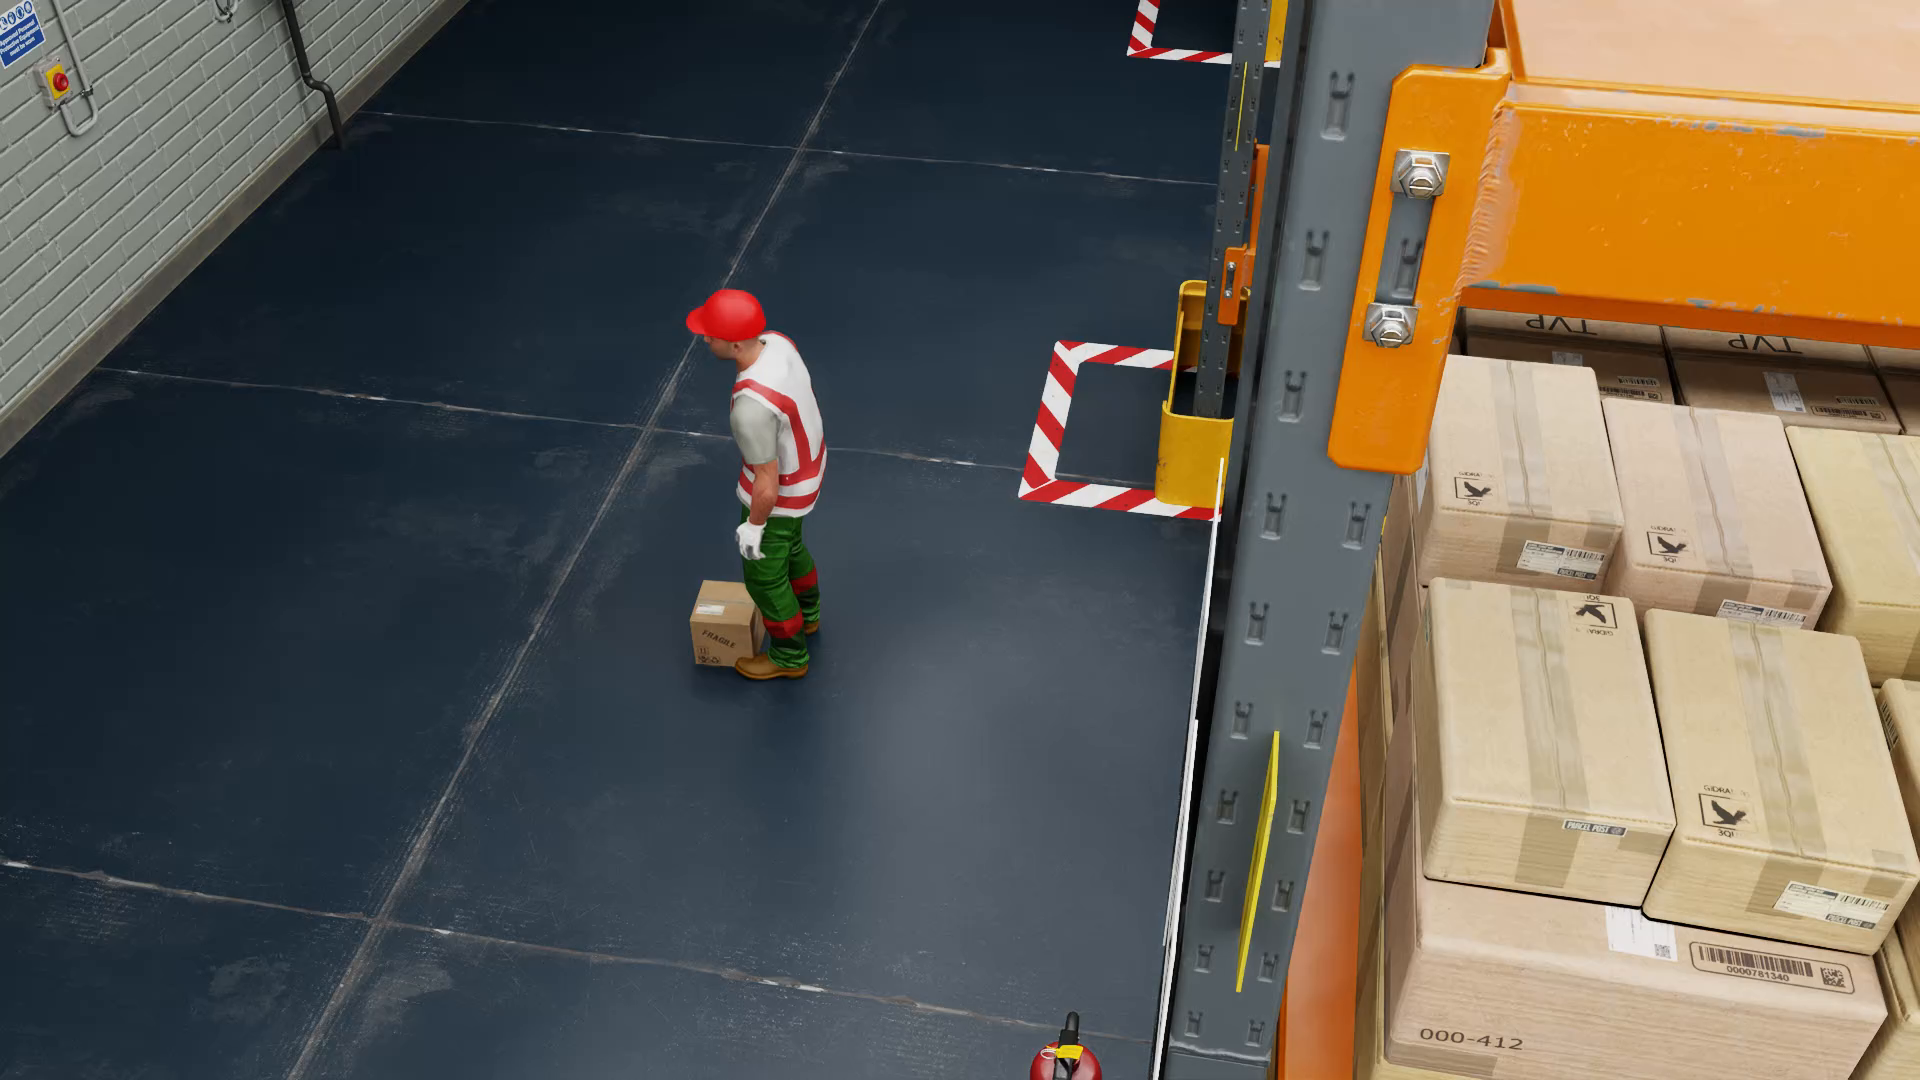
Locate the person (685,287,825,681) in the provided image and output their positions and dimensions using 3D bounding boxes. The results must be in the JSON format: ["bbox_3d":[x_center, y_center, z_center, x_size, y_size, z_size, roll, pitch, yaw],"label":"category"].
[{"bbox_3d":[-0.747,-0.203,6.385,0.450,1.780,0.623,5,40,6],"label":"person"}]
